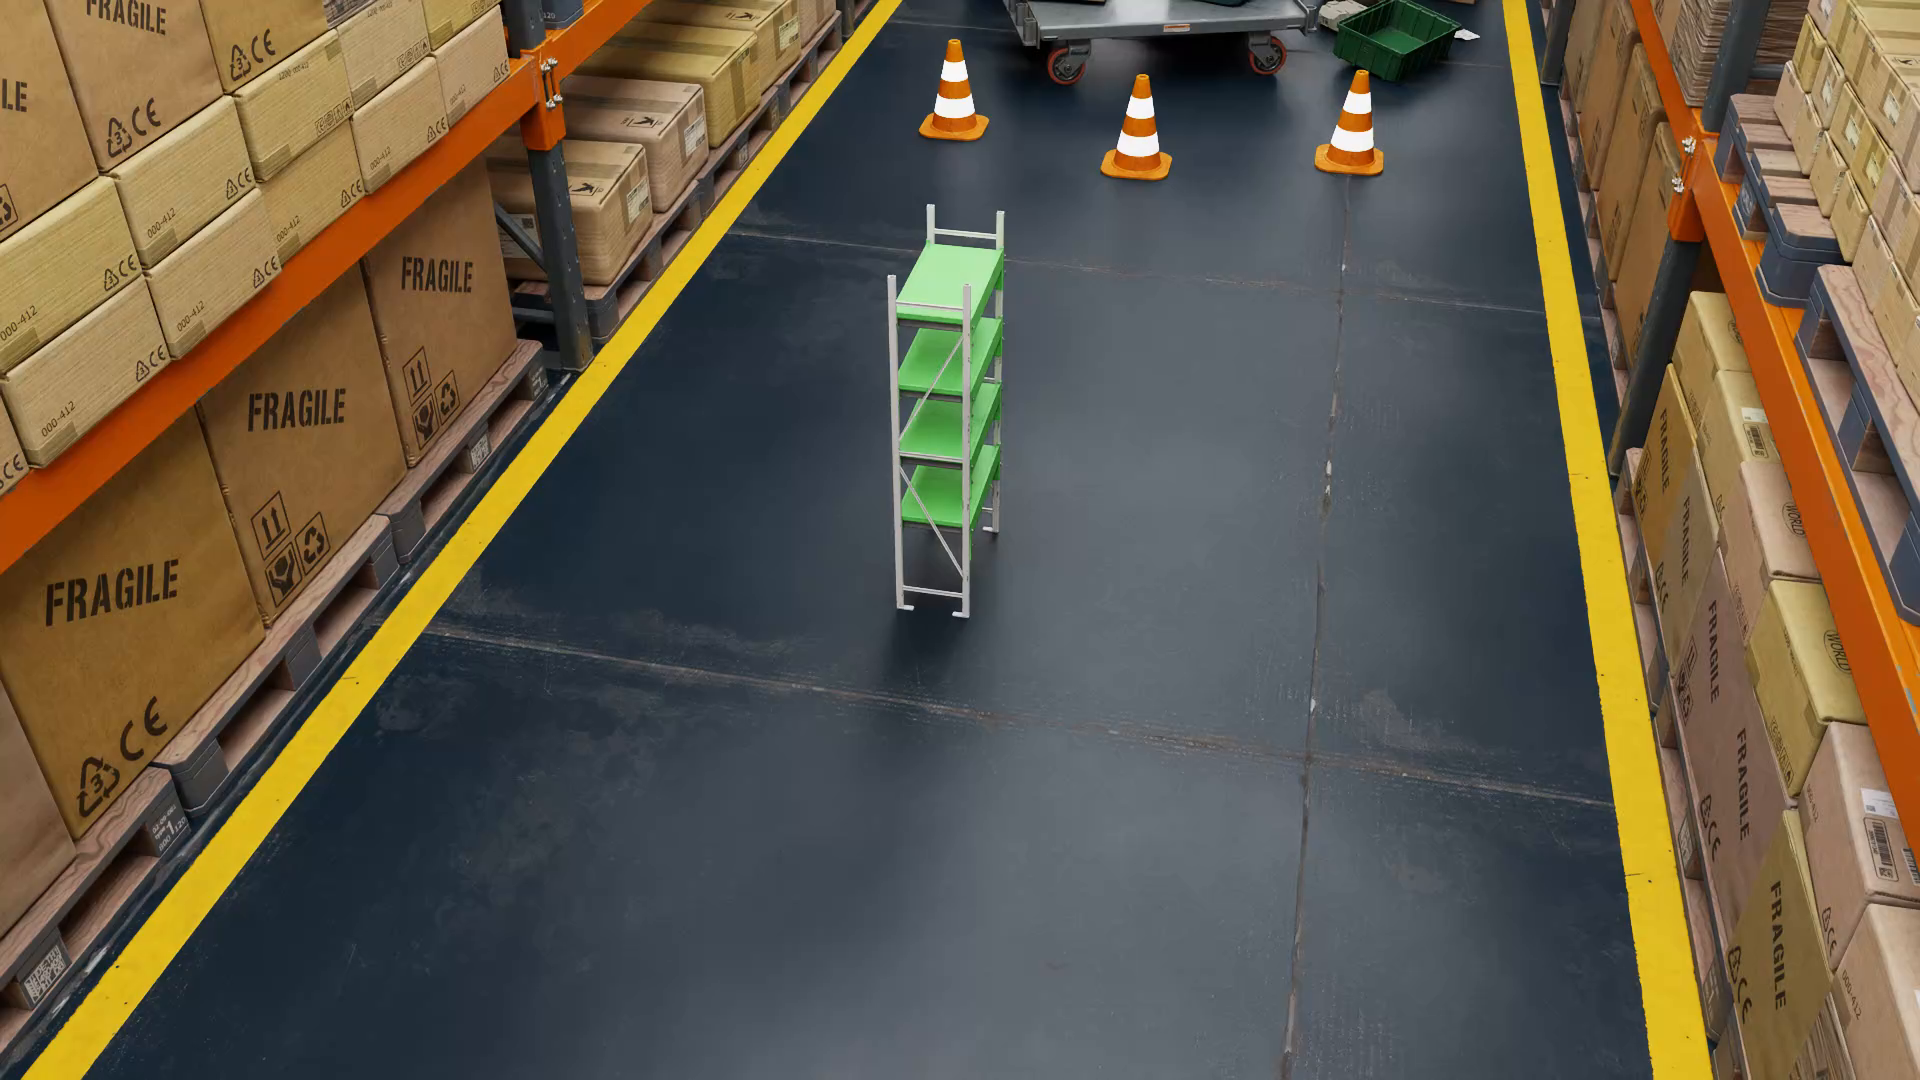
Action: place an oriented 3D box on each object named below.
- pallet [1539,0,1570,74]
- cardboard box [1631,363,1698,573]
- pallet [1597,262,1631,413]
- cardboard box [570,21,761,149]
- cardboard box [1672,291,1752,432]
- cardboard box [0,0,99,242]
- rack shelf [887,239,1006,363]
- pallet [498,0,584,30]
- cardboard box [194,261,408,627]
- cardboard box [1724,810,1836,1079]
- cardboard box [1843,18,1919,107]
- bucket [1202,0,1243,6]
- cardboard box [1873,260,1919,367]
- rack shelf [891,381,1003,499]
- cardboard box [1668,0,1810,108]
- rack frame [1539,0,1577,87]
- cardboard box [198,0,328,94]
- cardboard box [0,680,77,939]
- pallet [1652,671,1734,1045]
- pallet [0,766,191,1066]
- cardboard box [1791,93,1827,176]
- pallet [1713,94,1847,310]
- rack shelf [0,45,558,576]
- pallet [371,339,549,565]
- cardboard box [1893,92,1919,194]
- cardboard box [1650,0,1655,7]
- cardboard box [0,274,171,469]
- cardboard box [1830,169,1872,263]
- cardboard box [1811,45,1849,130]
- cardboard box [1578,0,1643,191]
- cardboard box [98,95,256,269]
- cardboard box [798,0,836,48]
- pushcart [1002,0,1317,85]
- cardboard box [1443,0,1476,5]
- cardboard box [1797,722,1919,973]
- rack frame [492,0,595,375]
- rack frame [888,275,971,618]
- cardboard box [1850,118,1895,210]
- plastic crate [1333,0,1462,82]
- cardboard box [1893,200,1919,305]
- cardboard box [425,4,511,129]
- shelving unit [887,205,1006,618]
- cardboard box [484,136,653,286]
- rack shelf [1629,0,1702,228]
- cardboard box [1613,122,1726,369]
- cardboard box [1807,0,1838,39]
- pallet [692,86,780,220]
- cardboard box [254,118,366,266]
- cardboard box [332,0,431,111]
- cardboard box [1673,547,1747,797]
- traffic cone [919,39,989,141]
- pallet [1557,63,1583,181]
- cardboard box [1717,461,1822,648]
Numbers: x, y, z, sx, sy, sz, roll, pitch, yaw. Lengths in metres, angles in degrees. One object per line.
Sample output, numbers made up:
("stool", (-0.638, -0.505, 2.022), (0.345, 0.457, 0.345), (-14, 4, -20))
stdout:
("pallet", (3.963, -3.004, 9.715), (1.003, 0.211, 1.213), (7, 37, 10))
("cardboard box", (2.470, -0.198, 5.239), (0.500, 0.500, 0.500), (6, 36, 8))
("pallet", (3.112, -0.727, 6.573), (1.003, 0.211, 1.213), (7, 37, 10))
("cardboard box", (-1.540, -2.263, 8.198), (0.950, 0.372, 0.625), (8, 37, 12))
("cardboard box", (2.486, -0.510, 5.031), (0.500, 0.250, 0.500), (6, 36, 8))
("cardboard box", (-2.276, -0.927, 3.536), (0.500, 0.500, 0.500), (6, 36, 9))
("rack shelf", (-0.035, -0.728, 5.023), (0.258, 0.148, 0.480), (7, 37, 10))
("pallet", (-1.939, -2.320, 6.559), (1.213, 0.211, 1.003), (7, 37, 10))
("cardboard box", (-2.411, -0.389, 5.184), (0.875, 0.875, 0.875), (8, 37, 11))
("cardboard box", (2.037, 0.972, 3.625), (0.500, 0.500, 0.500), (6, 36, 9))
("cardboard box", (2.470, -1.188, 4.182), (0.380, 0.149, 0.250), (7, 37, 10))
("bucket", (1.501, -3.364, 9.329), (0.726, 0.611, 0.620), (20, 51, 26))
("cardboard box", (2.296, -0.490, 3.727), (0.380, 0.149, 0.250), (8, 37, 11))
("rack shelf", (-0.035, -0.339, 5.304), (0.258, 0.148, 0.480), (7, 37, 10))
("cardboard box", (2.704, -1.746, 5.518), (0.500, 0.500, 0.500), (7, 37, 10))
("rack frame", (3.724, -3.707, 8.308), (1.000, 3.000, 0.127), (7, 37, 10))
("cardboard box", (-2.057, -1.513, 4.345), (0.500, 0.500, 0.500), (7, 37, 10))
("cardboard box", (-2.788, 0.642, 3.761), (0.875, 0.875, 0.875), (8, 37, 11))
("pallet", (2.439, 0.861, 4.383), (1.003, 0.211, 1.213), (7, 37, 10))
("pallet", (-2.751, 0.994, 4.198), (1.003, 0.211, 1.213), (7, 37, 10))
("cardboard box", (2.520, -1.097, 4.564), (0.380, 0.149, 0.250), (9, 37, 12))
("pallet", (2.822, -0.914, 4.619), (1.213, 0.211, 1.003), (7, 37, 10))
("rack shelf", (-2.415, -0.538, 4.550), (1.077, 0.370, 4.000), (7, 37, 10))
("pallet", (-2.230, -0.405, 6.128), (1.003, 0.211, 1.213), (7, 37, 10))
("cardboard box", (2.357, -0.881, 3.758), (0.380, 0.149, 0.250), (9, 37, 12))
("cardboard box", (2.918, -2.318, 6.308), (0.500, 0.500, 0.500), (7, 36, 9))
("cardboard box", (-2.256, -0.430, 3.915), (0.500, 0.250, 0.500), (7, 37, 10))
("cardboard box", (2.406, -0.787, 4.136), (0.380, 0.149, 0.250), (9, 37, 12))
("cardboard box", (2.514, -1.195, 4.445), (0.380, 0.149, 0.250), (9, 37, 12))
("cardboard box", (3.470, -2.046, 7.576), (1.050, 0.750, 0.750), (7, 37, 10))
("cardboard box", (-2.149, -0.920, 4.165), (0.500, 0.250, 0.500), (6, 36, 9))
("cardboard box", (-1.243, -3.074, 9.317), (0.950, 0.372, 0.625), (8, 37, 11))
("pushcart", (1.105, -2.950, 9.499), (1.648, 0.377, 0.936), (-5, 36, -6))
("cardboard box", (3.053, -3.714, 10.447), (0.500, 0.500, 0.500), (14, 38, 18))
("cardboard box", (2.050, 0.666, 3.408), (0.500, 0.250, 0.500), (9, 37, 12))
("rack frame", (-1.988, -1.976, 5.921), (1.000, 3.000, 0.127), (7, 37, 10))
("rack frame", (-0.087, -0.251, 5.074), (0.240, 1.200, 0.015), (7, 37, 10))
("cardboard box", (2.407, -0.897, 4.034), (0.380, 0.149, 0.250), (7, 37, 10))
("plastic crate", (2.481, -2.855, 9.481), (0.450, 0.188, 0.662), (36, 48, 26))
("cardboard box", (2.297, -0.612, 3.641), (0.380, 0.149, 0.250), (7, 37, 10))
("cardboard box", (-1.842, -1.593, 5.520), (0.500, 0.250, 0.500), (6, 36, 8))
("shelving unit", (-0.035, -0.391, 5.267), (0.258, 1.200, 0.503), (7, 37, 10))
("cardboard box", (-1.857, -1.405, 7.014), (0.950, 0.372, 0.625), (5, 36, 7))
("rack shelf", (3.297, -2.269, 6.938), (1.077, 0.370, 4.000), (7, 37, 10))
("cardboard box", (3.088, -1.011, 6.147), (1.050, 0.750, 0.750), (7, 36, 9))
("cardboard box", (2.581, -1.480, 4.585), (0.380, 0.149, 0.250), (7, 37, 10))
("pallet", (-1.557, -1.992, 8.319), (1.003, 0.211, 1.213), (7, 37, 10))
("cardboard box", (-2.059, -1.011, 4.717), (0.500, 0.250, 0.500), (7, 37, 9))
("cardboard box", (-1.949, -1.514, 4.985), (0.500, 0.250, 0.500), (6, 36, 9))
("cardboard box", (2.260, 0.386, 4.434), (0.500, 0.500, 0.500), (6, 36, 9))
("traffic cone", (-0.030, -2.356, 8.606), (0.336, 0.463, 0.334), (7, 37, 10))
("pallet", (3.633, -2.126, 8.503), (1.003, 0.211, 1.213), (7, 37, 10))
("cardboard box", (2.259, 0.063, 4.241), (0.500, 0.250, 0.500), (8, 37, 10))
